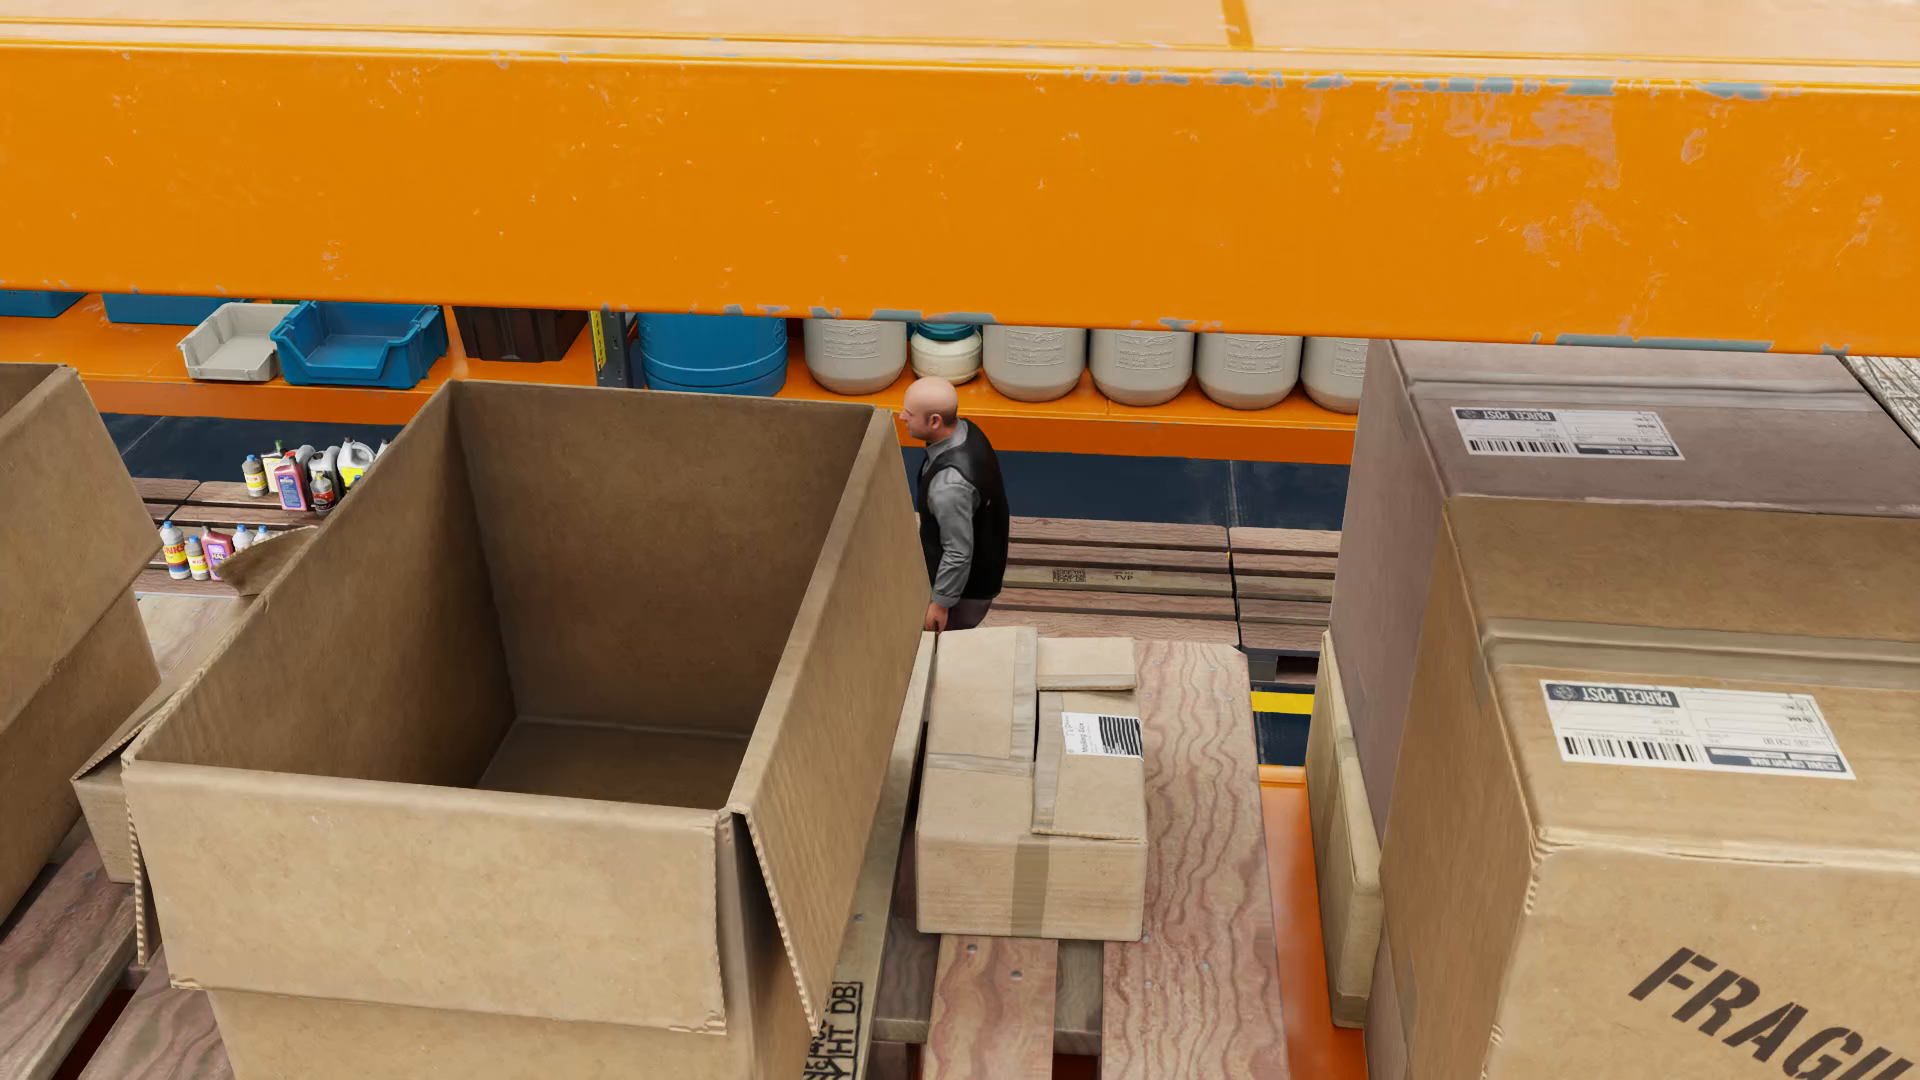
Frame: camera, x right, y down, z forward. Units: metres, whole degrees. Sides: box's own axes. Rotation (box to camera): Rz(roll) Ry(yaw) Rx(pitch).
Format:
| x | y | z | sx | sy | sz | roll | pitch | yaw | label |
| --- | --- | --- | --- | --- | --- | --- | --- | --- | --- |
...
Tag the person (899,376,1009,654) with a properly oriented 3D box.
| x | y | z | sx | sy | sz | roll | pitch | yaw | label |
| --- | --- | --- | --- | --- | --- | --- | --- | --- | --- |
| -0.022 | 0.141 | 6.430 | 0.417 | 1.720 | 0.581 | 1 | 32 | 2 | person |
